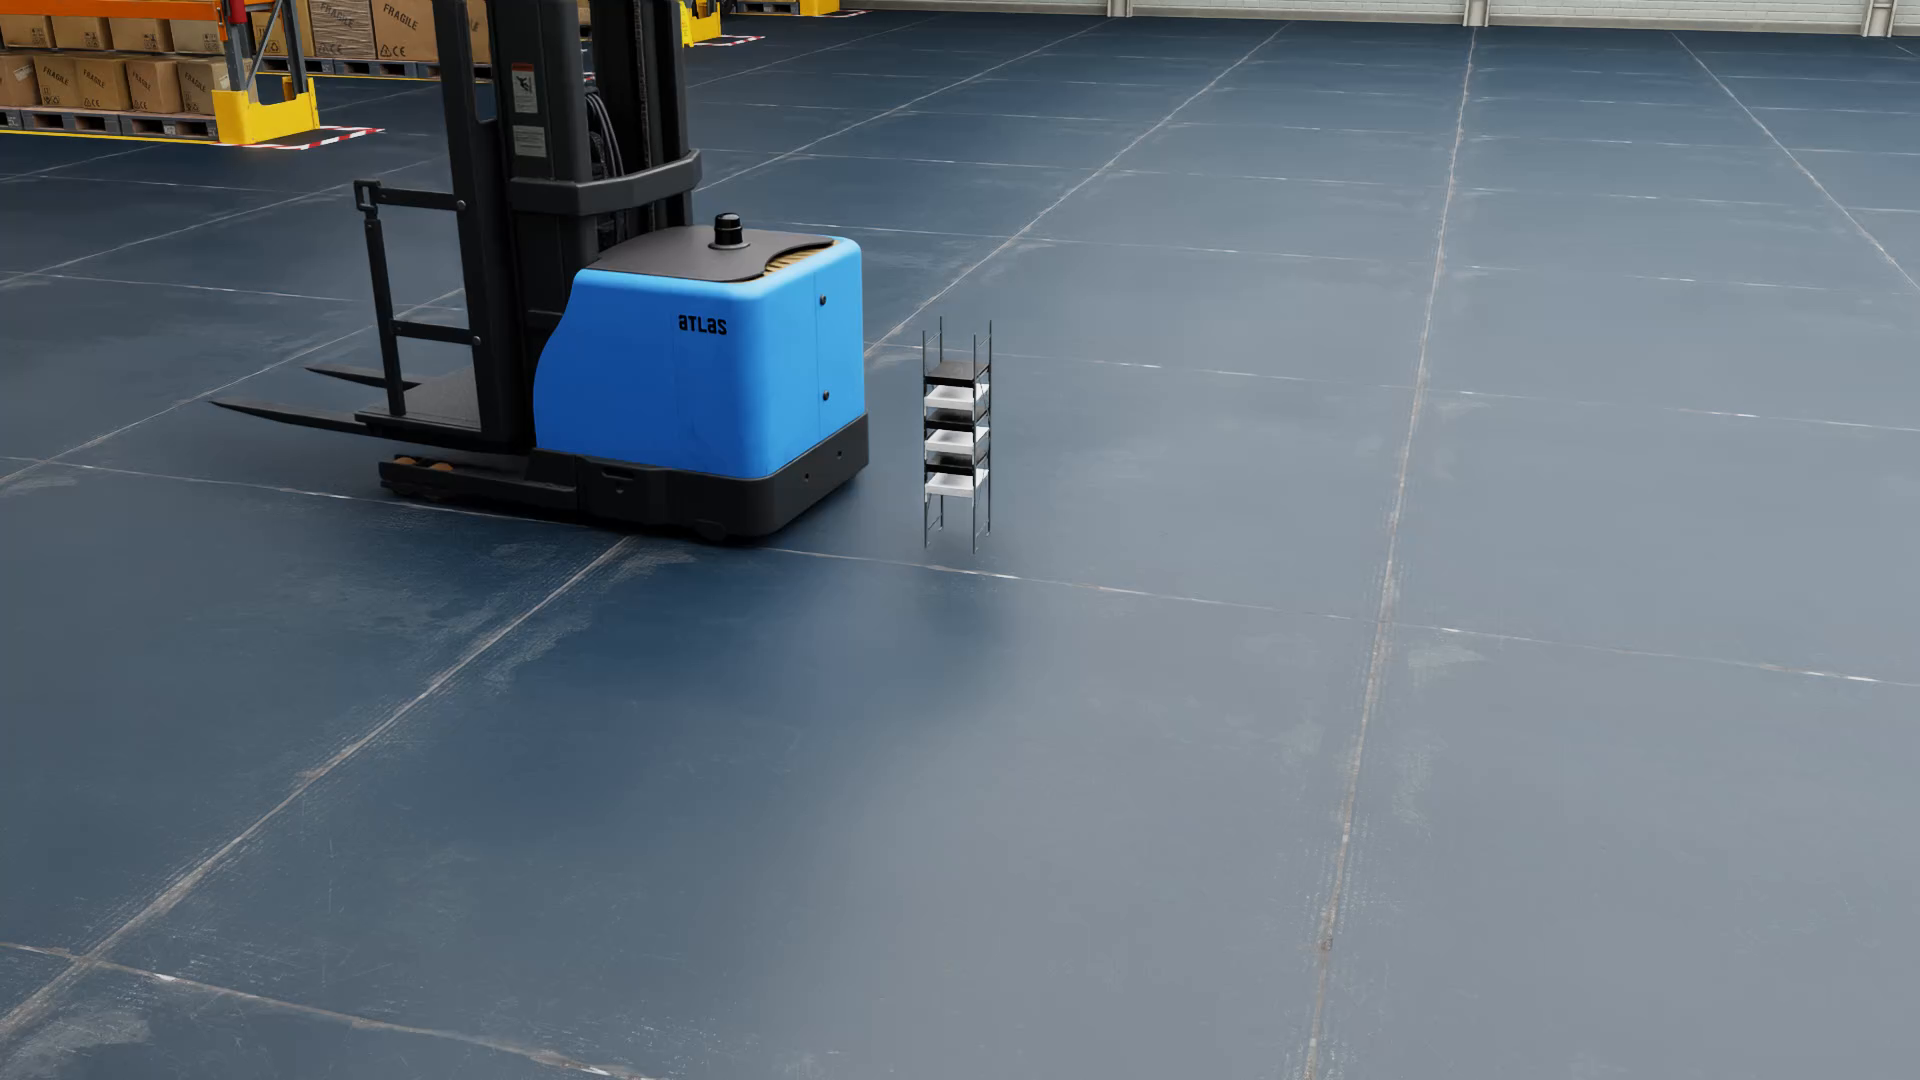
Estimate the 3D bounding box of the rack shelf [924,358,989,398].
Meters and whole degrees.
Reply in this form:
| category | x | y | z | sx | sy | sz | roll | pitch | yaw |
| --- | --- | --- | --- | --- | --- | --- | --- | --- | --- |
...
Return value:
| category | x | y | z | sx | sy | sz | roll | pitch | yaw |
| --- | --- | --- | --- | --- | --- | --- | --- | --- | --- |
| rack shelf | -0.008 | -0.636 | 6.512 | 0.200 | 0.077 | 0.258 | 7 | 23 | 16 |

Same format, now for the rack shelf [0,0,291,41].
| category | x | y | z | sx | sy | sz | roll | pitch | yaw |
| --- | --- | --- | --- | --- | --- | --- | --- | --- | --- |
| rack shelf | -8.738 | -5.319 | 16.733 | 4.000 | 0.370 | 1.077 | 7 | 23 | 16 |

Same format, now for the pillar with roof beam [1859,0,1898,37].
| category | x | y | z | sx | sy | sz | roll | pitch | yaw |
| --- | --- | --- | --- | --- | --- | --- | --- | --- | --- |
| pillar with roof beam | 13.052 | -10.479 | 20.460 | 0.400 | 9.000 | 9.100 | 7 | 23 | 16 |

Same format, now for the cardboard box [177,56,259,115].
| category | x | y | z | sx | sy | sz | roll | pitch | yaw |
| --- | --- | --- | --- | --- | --- | --- | --- | --- | --- |
| cardboard box | -7.417 | -4.545 | 16.639 | 0.500 | 0.500 | 0.500 | 11 | 25 | 25 |

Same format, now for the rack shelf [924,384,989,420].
| category | x | y | z | sx | sy | sz | roll | pitch | yaw |
| --- | --- | --- | --- | --- | --- | --- | --- | --- | --- |
| rack shelf | -0.008 | -0.553 | 6.546 | 0.200 | 0.077 | 0.258 | 7 | 23 | 16 |

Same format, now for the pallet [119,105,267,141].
| category | x | y | z | sx | sy | sz | roll | pitch | yaw |
| --- | --- | --- | --- | --- | --- | --- | --- | --- | --- |
| pallet | -7.664 | -4.253 | 16.860 | 1.213 | 0.211 | 1.003 | 7 | 23 | 16 |

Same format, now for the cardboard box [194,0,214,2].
| category | x | y | z | sx | sy | sz | roll | pitch | yaw |
| --- | --- | --- | --- | --- | --- | --- | --- | --- | --- |
| cardboard box | -7.156 | -5.273 | 16.003 | 0.250 | 0.149 | 0.380 | 7 | 23 | 16 |

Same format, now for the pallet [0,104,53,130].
| category | x | y | z | sx | sy | sz | roll | pitch | yaw |
| --- | --- | --- | --- | --- | --- | --- | --- | --- | --- |
| pallet | -10.000 | -4.521 | 17.512 | 1.213 | 0.211 | 1.003 | 7 | 23 | 16 |

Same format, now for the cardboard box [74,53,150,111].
| category | x | y | z | sx | sy | sz | roll | pitch | yaw |
| --- | --- | --- | --- | --- | --- | --- | --- | --- | --- |
| cardboard box | -8.593 | -4.674 | 16.952 | 0.500 | 0.500 | 0.500 | 9 | 24 | 20 |

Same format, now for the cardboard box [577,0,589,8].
| category | x | y | z | sx | sy | sz | roll | pitch | yaw |
| --- | --- | --- | --- | --- | --- | --- | --- | --- | --- |
| cardboard box | -5.785 | -8.410 | 25.401 | 0.500 | 0.500 | 0.500 | 6 | 23 | 14 |

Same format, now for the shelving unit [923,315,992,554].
| category | x | y | z | sx | sy | sz | roll | pitch | yaw |
| --- | --- | --- | --- | --- | --- | --- | --- | --- | --- |
| shelving unit | -0.008 | -0.417 | 6.601 | 0.210 | 0.900 | 0.258 | 7 | 23 | 16 |

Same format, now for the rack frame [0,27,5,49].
| category | x | y | z | sx | sy | sz | roll | pitch | yaw |
| --- | --- | --- | --- | --- | --- | --- | --- | --- | --- |
| rack frame | -12.953 | -8.101 | 22.567 | 0.127 | 3.000 | 1.000 | 7 | 23 | 16 |

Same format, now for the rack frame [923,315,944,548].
| category | x | y | z | sx | sy | sz | roll | pitch | yaw |
| --- | --- | --- | --- | --- | --- | --- | --- | --- | --- |
| rack frame | -0.105 | -0.428 | 6.629 | 0.006 | 0.900 | 0.240 | 7 | 23 | 16 |

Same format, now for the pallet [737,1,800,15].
| category | x | y | z | sx | sy | sz | roll | pitch | yaw |
| --- | --- | --- | --- | --- | --- | --- | --- | --- | --- |
| pallet | -3.275 | -9.616 | 29.934 | 1.213 | 0.211 | 1.003 | 7 | 23 | 16 |

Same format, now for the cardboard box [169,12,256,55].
| category | x | y | z | sx | sy | sz | roll | pitch | yaw |
| --- | --- | --- | --- | --- | --- | --- | --- | --- | --- |
| cardboard box | -9.744 | -6.851 | 21.931 | 0.750 | 0.750 | 1.050 | 6 | 23 | 15 |

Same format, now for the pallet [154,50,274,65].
| category | x | y | z | sx | sy | sz | roll | pitch | yaw |
| --- | --- | --- | --- | --- | --- | --- | --- | --- | --- |
| pallet | -9.884 | -6.430 | 22.166 | 1.213 | 0.211 | 1.003 | 7 | 23 | 16 |

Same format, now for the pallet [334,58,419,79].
| category | x | y | z | sx | sy | sz | roll | pitch | yaw |
| --- | --- | --- | --- | --- | --- | --- | --- | --- | --- |
| pallet | -7.247 | -6.127 | 21.430 | 1.213 | 0.211 | 1.003 | 7 | 23 | 15 |

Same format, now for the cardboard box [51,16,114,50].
| category | x | y | z | sx | sy | sz | roll | pitch | yaw |
| --- | --- | --- | --- | --- | --- | --- | --- | --- | --- |
| cardboard box | -11.558 | -7.060 | 22.441 | 0.750 | 0.750 | 1.050 | 7 | 23 | 16 |

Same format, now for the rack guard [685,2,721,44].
| category | x | y | z | sx | sy | sz | roll | pitch | yaw |
| --- | --- | --- | --- | --- | --- | --- | --- | --- | --- |
| rack guard | -4.034 | -7.885 | 25.335 | 0.348 | 0.500 | 1.175 | 7 | 23 | 16 |

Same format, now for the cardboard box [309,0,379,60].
| category | x | y | z | sx | sy | sz | roll | pitch | yaw |
| --- | --- | --- | --- | --- | --- | --- | --- | --- | --- |
| cardboard box | -7.678 | -6.682 | 21.354 | 0.875 | 0.875 | 0.875 | 7 | 23 | 16 |

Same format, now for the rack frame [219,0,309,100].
| category | x | y | z | sx | sy | sz | roll | pitch | yaw |
| --- | --- | --- | --- | --- | --- | --- | --- | --- | --- |
| rack frame | -6.824 | -5.433 | 16.062 | 0.127 | 3.000 | 1.000 | 7 | 23 | 16 |

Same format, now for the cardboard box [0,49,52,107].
| category | x | y | z | sx | sy | sz | roll | pitch | yaw |
| --- | --- | --- | --- | --- | --- | --- | --- | --- | --- |
| cardboard box | -9.731 | -4.791 | 17.237 | 0.500 | 0.500 | 0.500 | 15 | 27 | 32 |

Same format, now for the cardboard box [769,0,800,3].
| category | x | y | z | sx | sy | sz | roll | pitch | yaw |
| --- | --- | --- | --- | --- | --- | --- | --- | --- | --- |
| cardboard box | -3.072 | -9.696 | 29.526 | 0.500 | 0.250 | 0.500 | 7 | 23 | 16 |

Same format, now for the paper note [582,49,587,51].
| category | x | y | z | sx | sy | sz | roll | pitch | yaw |
| --- | --- | --- | --- | --- | --- | --- | --- | --- | --- |
| paper note | -5.441 | -7.040 | 23.893 | 0.142 | 0.019 | 0.148 | -1 | 22 | -3 |

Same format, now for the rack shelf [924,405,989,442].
| category | x | y | z | sx | sy | sz | roll | pitch | yaw |
| --- | --- | --- | --- | --- | --- | --- | --- | --- | --- |
| rack shelf | -0.008 | -0.470 | 6.580 | 0.200 | 0.077 | 0.258 | 7 | 23 | 16 |

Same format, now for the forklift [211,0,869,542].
| category | x | y | z | sx | sy | sz | roll | pitch | yaw |
| --- | --- | --- | --- | --- | --- | --- | --- | --- | --- |
| forklift | -1.973 | -1.693 | 7.036 | 3.031 | 2.935 | 1.130 | 9 | 24 | 21 |

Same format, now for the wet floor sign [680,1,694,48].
| category | x | y | z | sx | sy | sz | roll | pitch | yaw |
| --- | --- | --- | --- | --- | --- | --- | --- | --- | --- |
| wet floor sign | -4.088 | -7.535 | 24.288 | 0.232 | 0.644 | 0.267 | 16 | 27 | 34 |

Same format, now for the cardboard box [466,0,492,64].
| category | x | y | z | sx | sy | sz | roll | pitch | yaw |
| --- | --- | --- | --- | --- | --- | --- | --- | --- | --- |
| cardboard box | -5.963 | -6.486 | 20.875 | 0.875 | 0.875 | 0.875 | 7 | 23 | 16 |

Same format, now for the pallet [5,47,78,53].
| category | x | y | z | sx | sy | sz | roll | pitch | yaw |
| --- | --- | --- | --- | --- | --- | --- | --- | --- | --- |
| pallet | -12.220 | -6.697 | 22.818 | 1.213 | 0.211 | 1.003 | 7 | 23 | 16 |
